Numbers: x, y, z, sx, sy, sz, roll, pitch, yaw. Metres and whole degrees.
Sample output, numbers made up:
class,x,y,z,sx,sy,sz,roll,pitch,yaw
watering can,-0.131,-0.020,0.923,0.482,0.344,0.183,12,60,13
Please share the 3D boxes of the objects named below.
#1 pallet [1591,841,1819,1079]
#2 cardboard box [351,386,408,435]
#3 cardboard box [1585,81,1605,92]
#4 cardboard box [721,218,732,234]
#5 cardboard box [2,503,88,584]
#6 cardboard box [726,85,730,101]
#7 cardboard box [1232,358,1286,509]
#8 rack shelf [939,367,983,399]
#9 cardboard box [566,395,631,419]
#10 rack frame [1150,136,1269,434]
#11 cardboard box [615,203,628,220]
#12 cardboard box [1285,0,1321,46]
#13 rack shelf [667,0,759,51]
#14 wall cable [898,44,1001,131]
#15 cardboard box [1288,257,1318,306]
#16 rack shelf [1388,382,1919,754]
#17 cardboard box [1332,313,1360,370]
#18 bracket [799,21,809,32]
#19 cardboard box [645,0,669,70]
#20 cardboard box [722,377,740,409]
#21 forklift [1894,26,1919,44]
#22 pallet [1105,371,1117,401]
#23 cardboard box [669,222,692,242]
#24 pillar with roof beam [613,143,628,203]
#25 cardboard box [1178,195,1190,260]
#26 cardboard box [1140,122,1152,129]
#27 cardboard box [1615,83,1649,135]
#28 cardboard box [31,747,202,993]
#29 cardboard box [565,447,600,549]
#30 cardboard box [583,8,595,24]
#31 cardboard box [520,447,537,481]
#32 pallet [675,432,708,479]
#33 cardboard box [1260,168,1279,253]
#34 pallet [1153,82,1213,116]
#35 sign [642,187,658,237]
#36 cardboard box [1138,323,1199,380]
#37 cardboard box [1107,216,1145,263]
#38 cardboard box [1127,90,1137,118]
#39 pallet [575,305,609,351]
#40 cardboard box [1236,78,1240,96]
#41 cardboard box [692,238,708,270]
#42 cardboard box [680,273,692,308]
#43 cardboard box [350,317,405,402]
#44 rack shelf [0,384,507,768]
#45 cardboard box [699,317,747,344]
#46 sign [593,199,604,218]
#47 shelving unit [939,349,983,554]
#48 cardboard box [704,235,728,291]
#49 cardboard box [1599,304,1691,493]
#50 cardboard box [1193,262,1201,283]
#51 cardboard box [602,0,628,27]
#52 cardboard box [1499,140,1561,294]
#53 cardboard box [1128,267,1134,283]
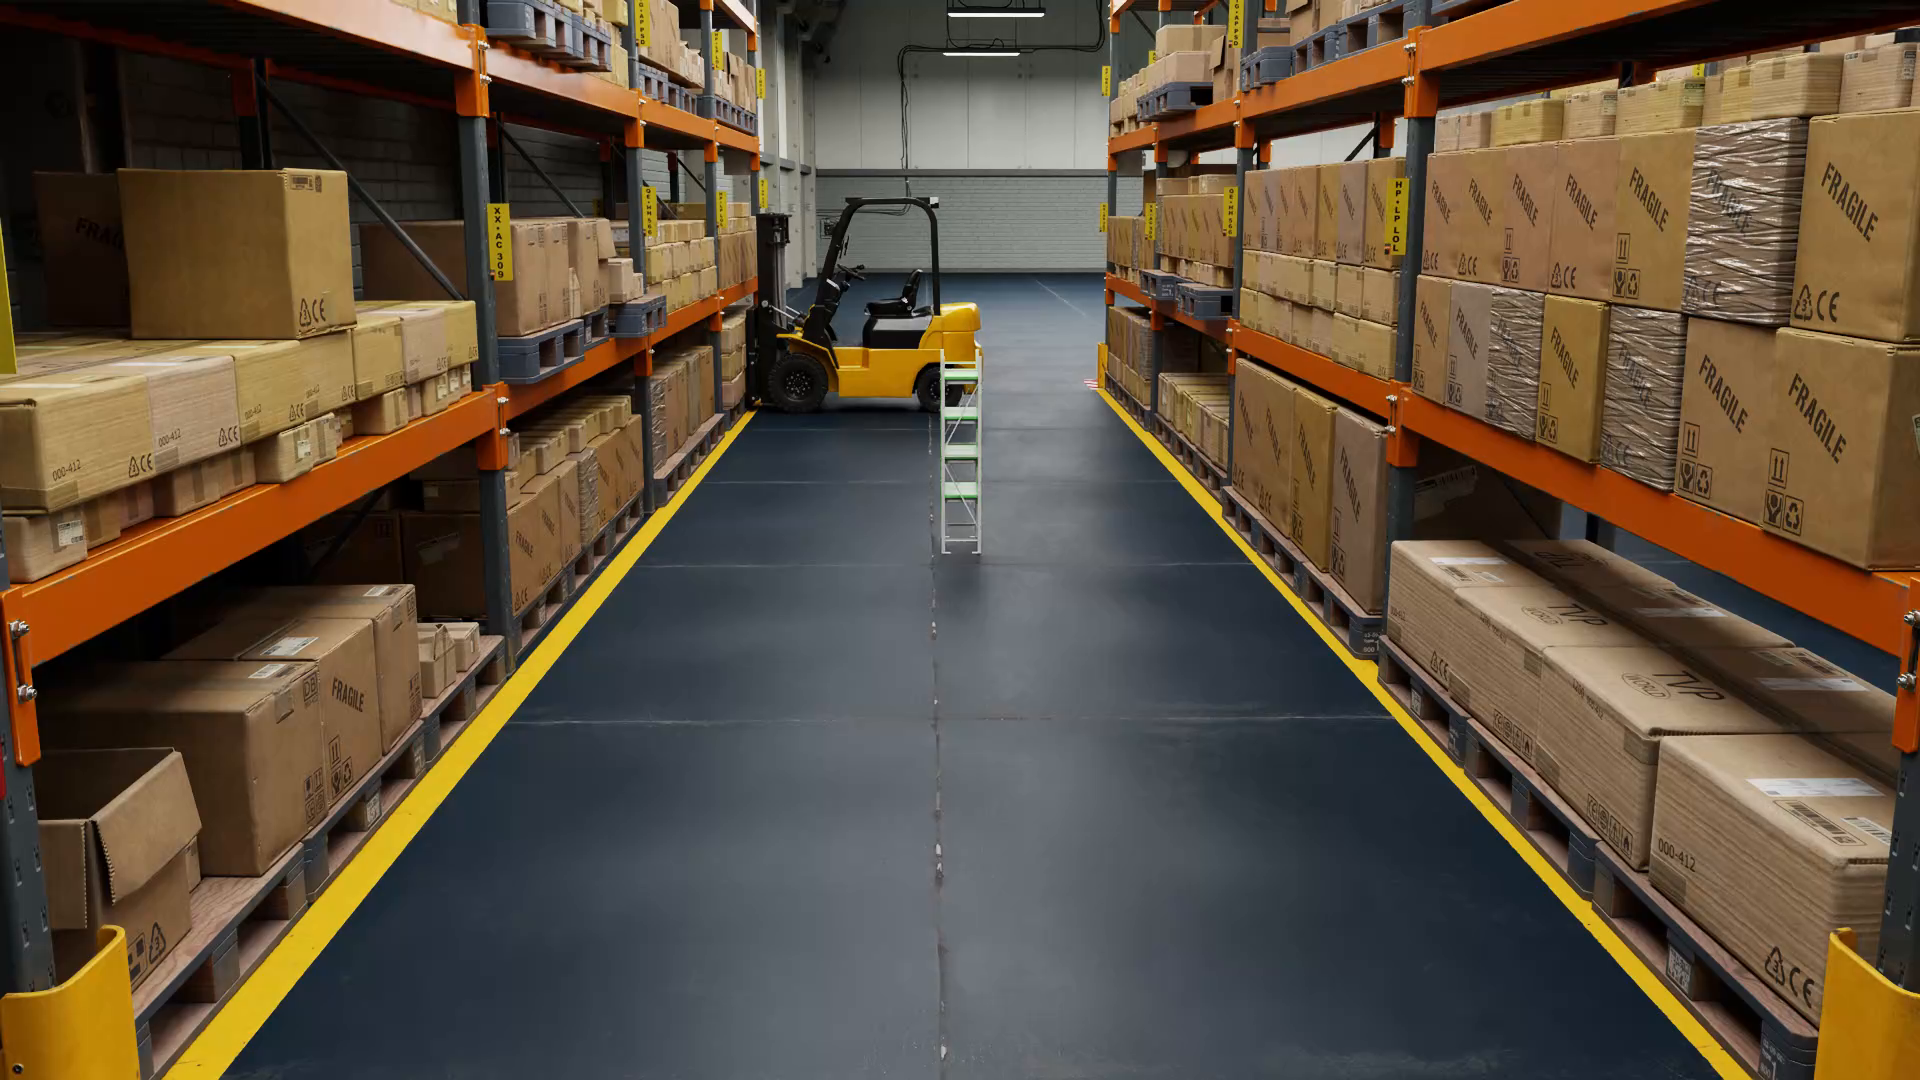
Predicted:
class,x,y,z,sx,sy,sz,roll,pitch,yaw
pallet,2.424,1.128,4.469,1.003,0.211,1.213,0,11,-1
cardboard box,-2.199,-0.463,5.926,0.380,0.149,0.250,0,11,-2
cardboard box,6.912,-4.800,17.452,0.500,0.250,0.500,0,11,-2
cardboard box,-2.406,-3.028,16.058,0.380,0.149,0.250,0,11,0
cardboard box,-2.176,-0.002,3.658,0.380,0.149,0.250,0,11,-2
cardboard box,-2.413,-4.289,15.937,0.380,0.149,0.250,0,11,1
cardboard box,2.285,-0.697,10.739,0.875,0.875,0.875,0,11,-2
rack shelf,0.003,-0.963,10.195,0.258,0.148,0.480,0,11,-1
cardboard box,-2.345,-0.851,10.808,0.380,0.149,0.250,-1,11,-4
rack frame,2.271,-2.466,15.168,1.000,3.000,0.127,0,11,-1
cardboard box,-3.000,-3.019,15.266,0.380,0.149,0.250,0,11,-1
cardboard box,2.513,-3.323,10.532,0.797,0.503,0.637,-1,12,-5
rack shelf,-2.733,-5.233,16.538,1.077,0.370,4.000,0,11,-1
wall cable,-0.315,-13.557,49.855,3.097,2.526,0.112,0,11,-1
cardboard box,2.122,-1.437,9.220,0.500,0.250,0.500,0,11,0
rack shelf,2.478,-0.125,5.441,1.077,0.370,4.000,0,11,-1
cardboard box,2.166,-0.991,8.277,0.500,0.250,0.500,0,11,-2
bracket,-3.793,-12.491,40.444,0.235,0.232,0.430,0,11,-1
cardboard box,-2.490,-3.668,11.991,0.700,0.500,0.500,0,11,-2
cardboard box,-2.370,-1.400,15.776,0.500,0.250,0.500,0,11,-1
forklift,4.982,-1.135,8.780,1.130,2.935,3.031,0,11,2
pallet,2.172,-1.717,18.493,1.003,0.211,1.213,0,11,-1
cardboard box,-2.323,-2.438,13.149,0.380,0.149,0.250,-1,11,-3
pillar with roof beam,0.643,-6.055,17.773,9.100,9.000,0.400,0,11,-1
cardboard box,2.023,-2.472,13.143,0.500,0.500,0.500,-1,11,-3
cardboard box,1.953,-4.079,16.206,0.380,0.149,0.250,0,11,0
cardboard box,2.244,-1.313,5.090,0.380,0.149,0.250,0,11,1
cardboard box,-2.361,0.837,4.113,0.797,0.503,0.637,-1,11,-3
cardboard box,-2.342,-0.240,9.429,0.500,0.500,0.500,-1,11,-3
cardboard box,-2.346,-3.019,9.724,0.380,0.149,0.250,0,11,-1
cardboard box,-2.386,-0.385,8.513,0.380,0.149,0.250,0,11,-2
pallet,-2.609,-0.688,13.421,1.003,0.211,1.213,0,11,-1
cardboard box,2.140,-2.012,10.165,0.500,0.500,0.500,0,11,-1
pallet,2.202,-3.514,13.265,1.213,0.211,1.003,0,11,-1
sign,-2.066,-2.182,11.057,0.100,0.325,0.005,0,11,-1
cardboard box,1.991,-1.808,15.899,0.500,0.500,0.500,0,11,-2
cardboard box,1.921,-3.360,18.578,0.500,0.500,0.500,0,11,-2
cardboard box,1.960,-4.397,16.774,0.500,0.250,0.500,0,11,0
pallet,-2.564,-1.169,9.258,1.003,0.211,1.213,0,11,-1
cardboard box,2.124,-3.128,11.523,0.380,0.149,0.250,0,11,-1
cardboard box,-2.408,-2.417,14.049,0.500,0.250,0.500,-1,11,-3
cardboard box,-2.406,-1.970,13.105,0.500,0.250,0.500,0,11,1
cardboard box,-2.249,-0.627,5.737,0.500,0.250,0.500,0,11,-2
rack shelf,-2.485,-0.104,5.337,1.077,0.370,4.000,0,11,-1
cardboard box,-2.410,-2.091,16.665,0.500,0.250,0.500,0,11,1
sign,-3.246,-2.905,14.957,0.100,0.325,0.005,0,11,-1
shelving unit,0.003,-0.555,10.278,0.258,1.200,0.503,0,11,-1
cardboard box,-2.439,-2.583,15.494,0.500,0.500,0.500,-1,11,-3
cardboard box,2.229,-0.426,4.863,0.500,0.500,0.500,0,11,0
cardboard box,1.967,-2.025,12.571,0.380,0.149,0.250,0,11,0
cardboard box,-2.306,-3.320,10.461,0.380,0.149,0.250,0,11,1
cardboard box,2.208,-1.116,5.751,0.500,0.500,0.500,0,11,0
cardboard box,1.919,-2.709,16.999,0.380,0.149,0.250,0,11,-1
